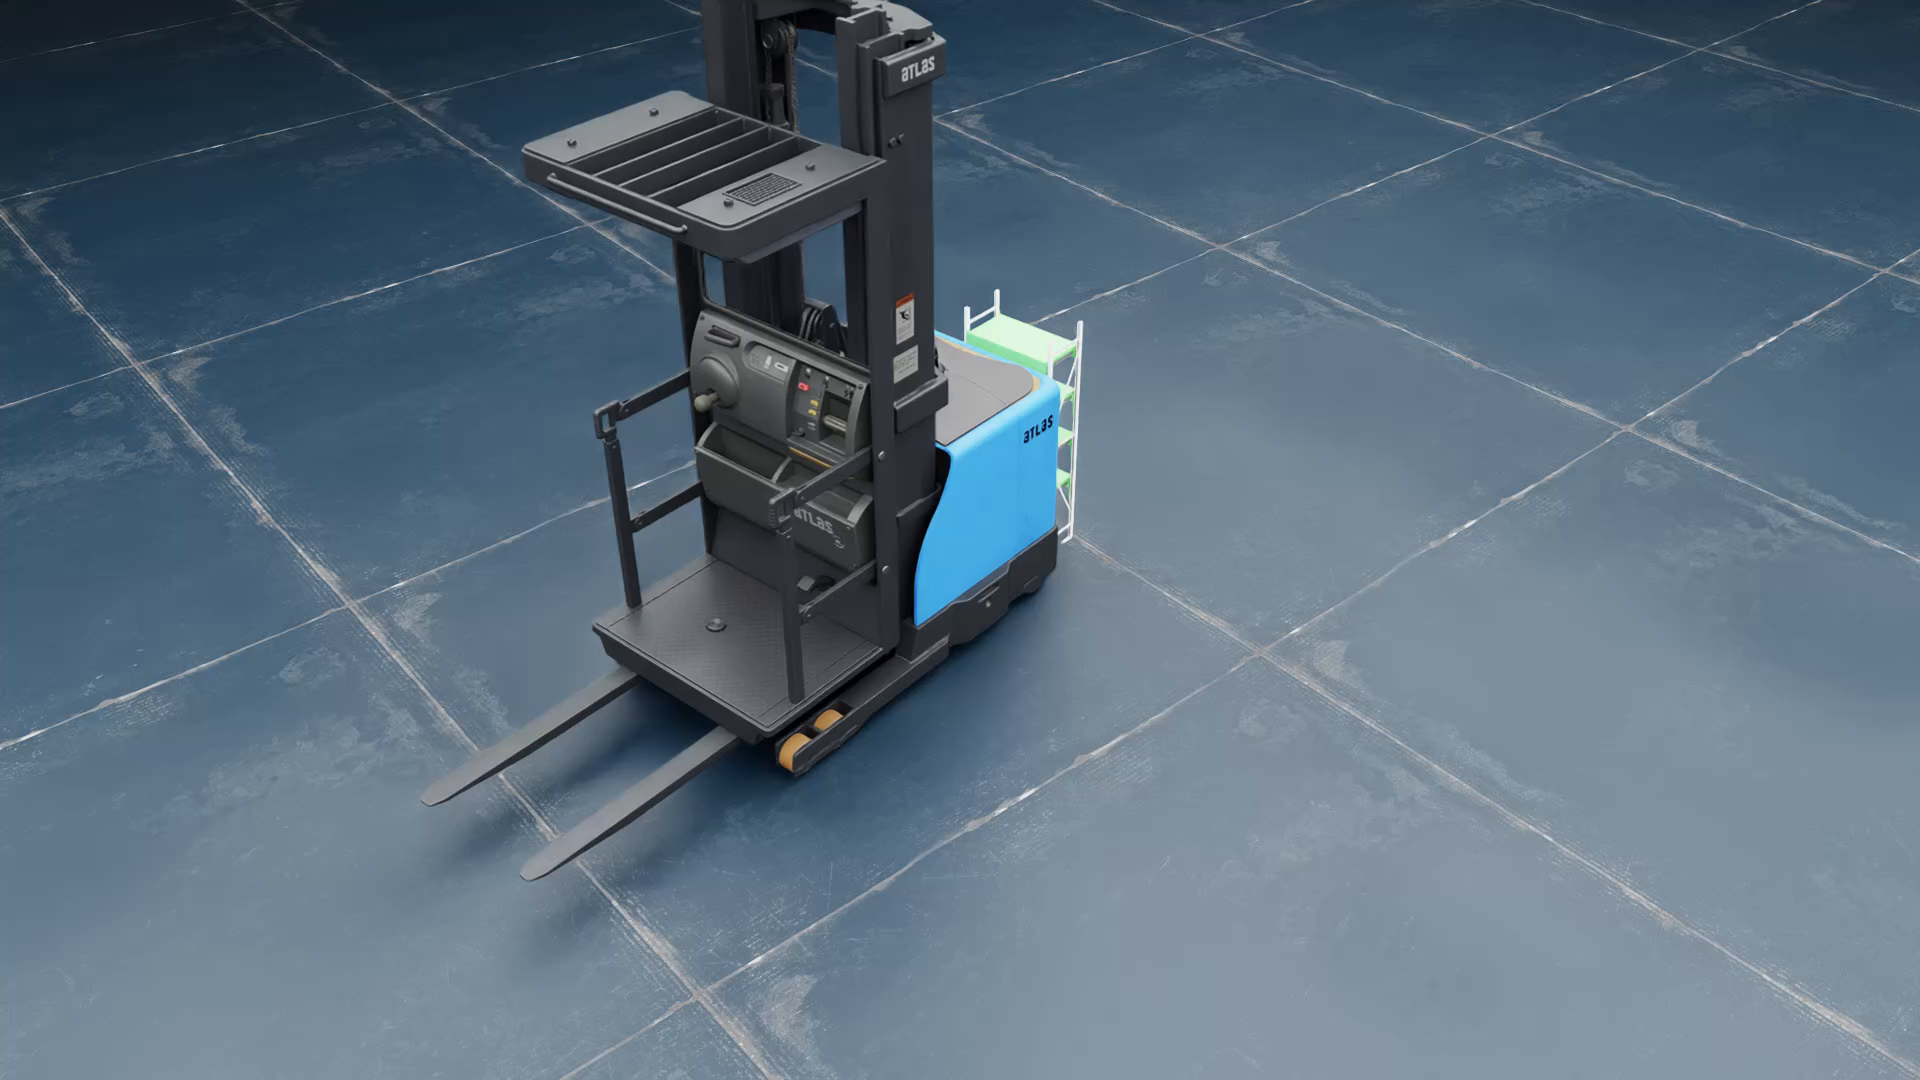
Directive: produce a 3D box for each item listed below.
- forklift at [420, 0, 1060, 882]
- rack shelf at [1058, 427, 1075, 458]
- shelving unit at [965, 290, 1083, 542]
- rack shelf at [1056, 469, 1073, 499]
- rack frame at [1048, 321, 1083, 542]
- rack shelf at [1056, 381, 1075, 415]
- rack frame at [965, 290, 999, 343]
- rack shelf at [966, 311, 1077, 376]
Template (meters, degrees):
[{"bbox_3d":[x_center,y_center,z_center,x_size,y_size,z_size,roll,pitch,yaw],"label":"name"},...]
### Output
[{"bbox_3d":[-0.868,-0.557,6.500,1.130,2.935,3.031,26,43,32],"label":"forklift"},{"bbox_3d":[0.290,-0.491,8.016,0.480,0.148,0.258,26,43,32],"label":"rack shelf"},{"bbox_3d":[0.290,-0.544,7.979,0.503,1.200,0.258,26,43,32],"label":"shelving unit"},{"bbox_3d":[0.290,-0.296,8.155,0.480,0.148,0.258,26,43,32],"label":"rack shelf"},{"bbox_3d":[0.478,-0.453,7.852,0.015,1.200,0.240,26,43,32],"label":"rack frame"},{"bbox_3d":[0.290,-0.687,7.878,0.480,0.148,0.258,26,43,32],"label":"rack shelf"},{"bbox_3d":[0.103,-0.634,8.107,0.015,1.200,0.240,26,43,32],"label":"rack frame"},{"bbox_3d":[0.291,-0.883,7.739,0.480,0.148,0.258,26,43,32],"label":"rack shelf"}]
